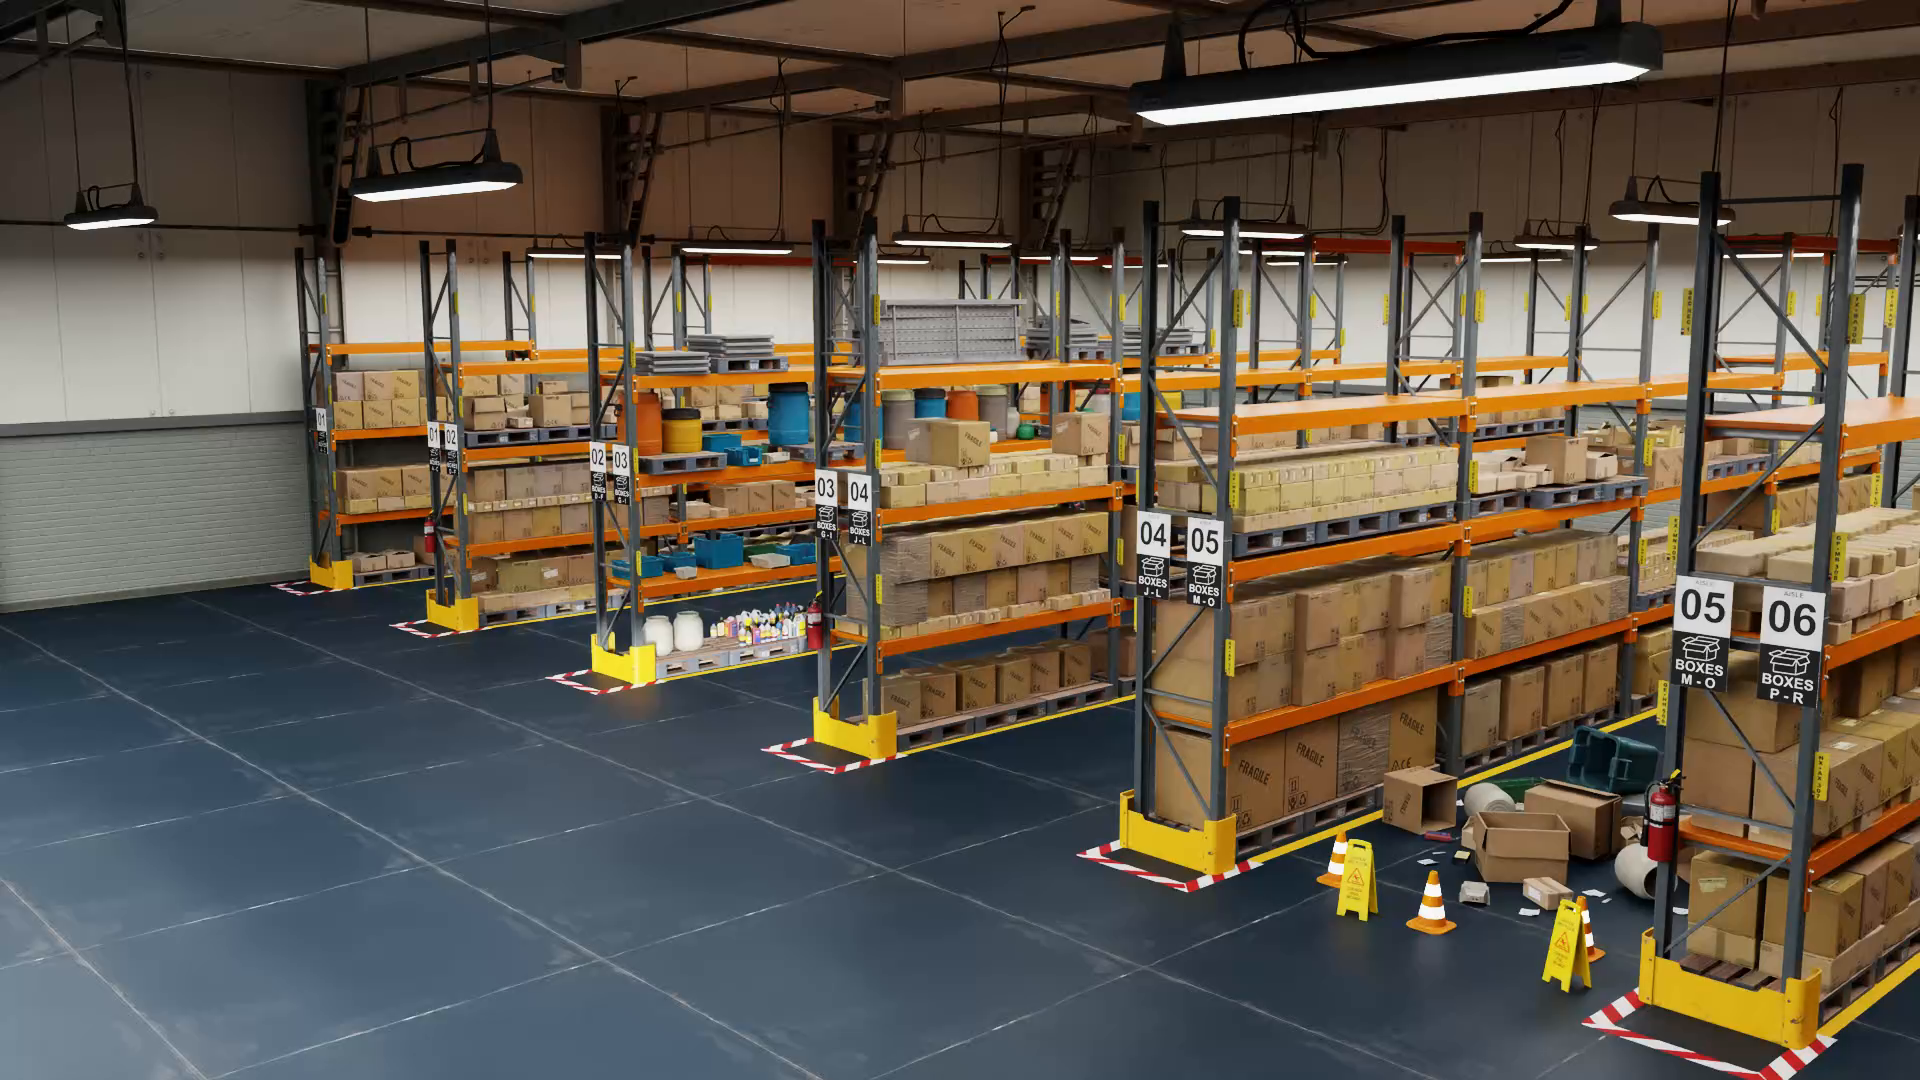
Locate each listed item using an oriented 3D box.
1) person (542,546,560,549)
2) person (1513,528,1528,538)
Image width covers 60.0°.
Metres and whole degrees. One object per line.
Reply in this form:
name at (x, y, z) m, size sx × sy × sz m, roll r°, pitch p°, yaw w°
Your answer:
person at (-7.296, 0.162, 29.143) m, size 0.589 × 1.503 × 0.815 m, roll 6°, pitch 10°, yaw 34°
person at (8.778, 0.579, 26.039) m, size 0.607 × 1.619 × 0.686 m, roll 6°, pitch 11°, yaw 37°
